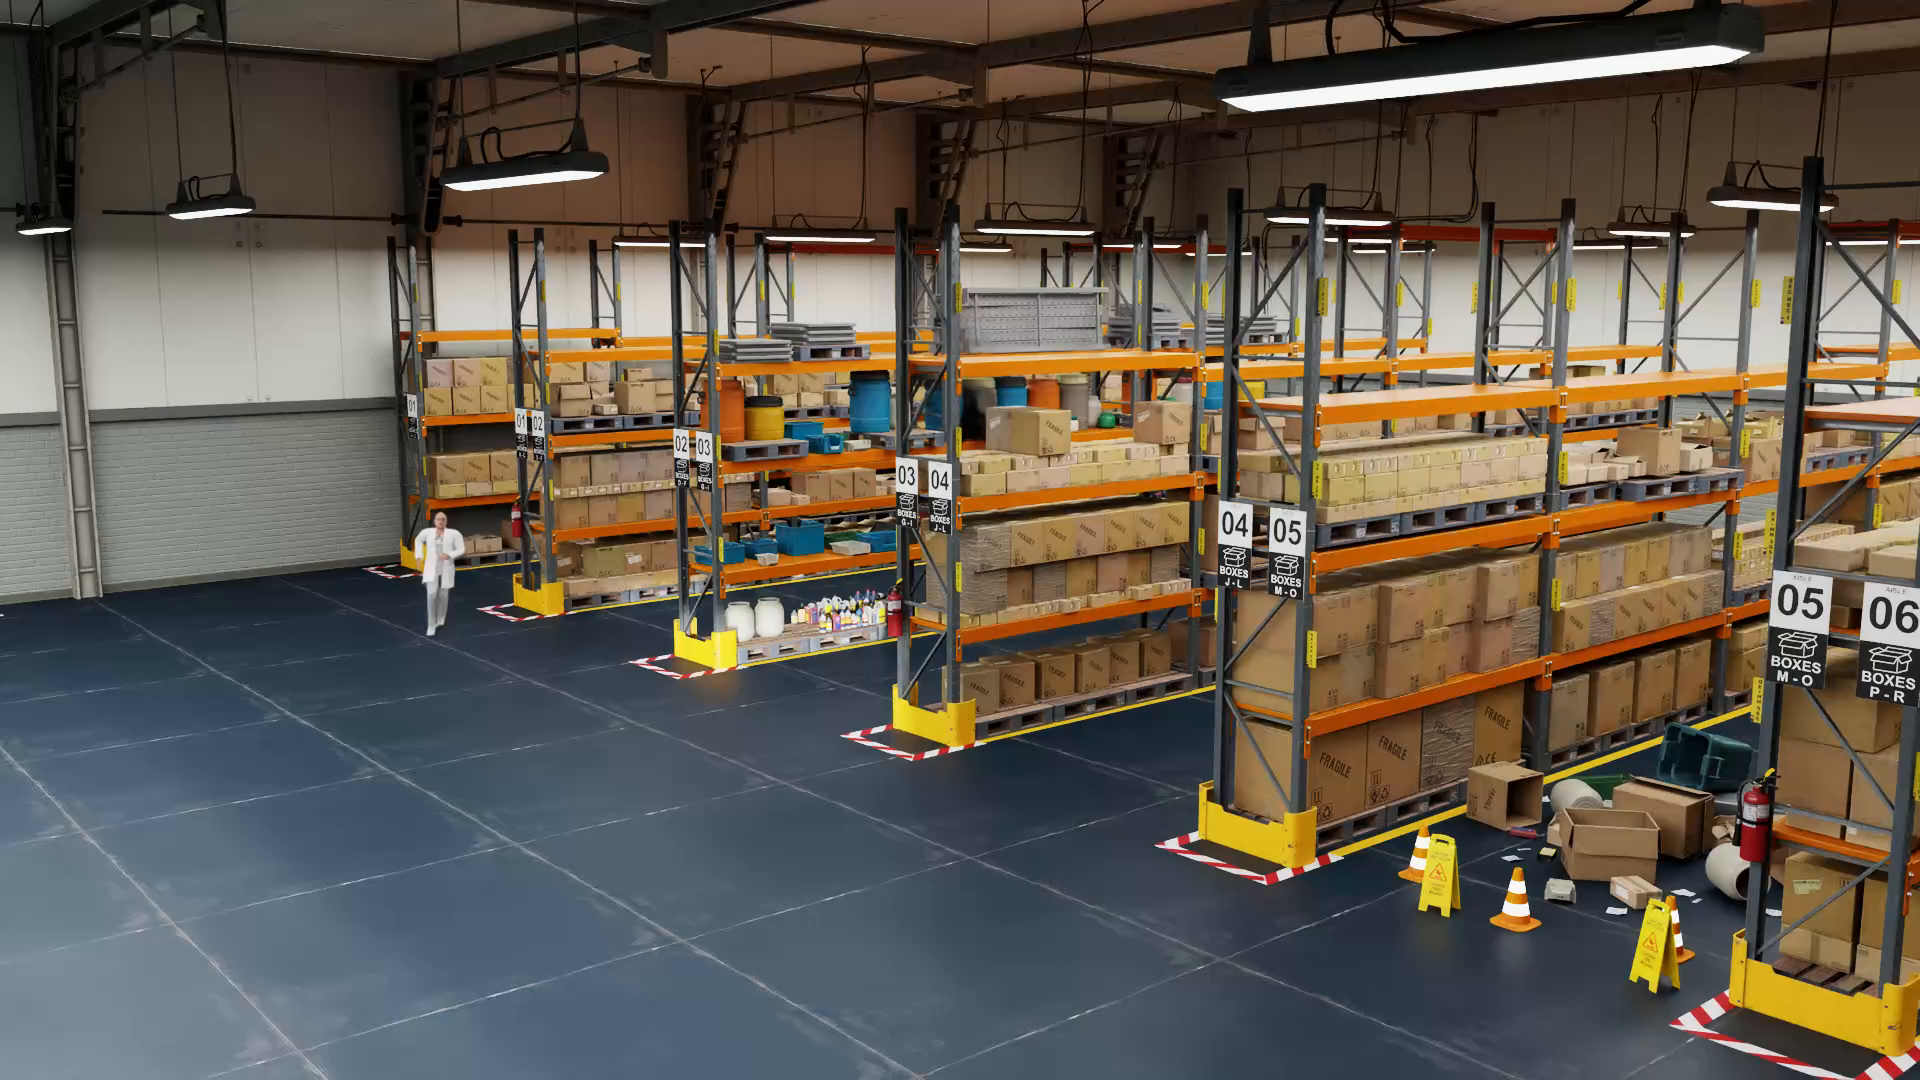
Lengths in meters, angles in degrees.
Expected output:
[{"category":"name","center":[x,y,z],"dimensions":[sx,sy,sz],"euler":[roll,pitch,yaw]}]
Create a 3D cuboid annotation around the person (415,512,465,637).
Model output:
[{"category":"person","center":[-7.763,0.535,24.895],"dimensions":[0.705,1.748,0.807],"euler":[-3,9,-18]}]
